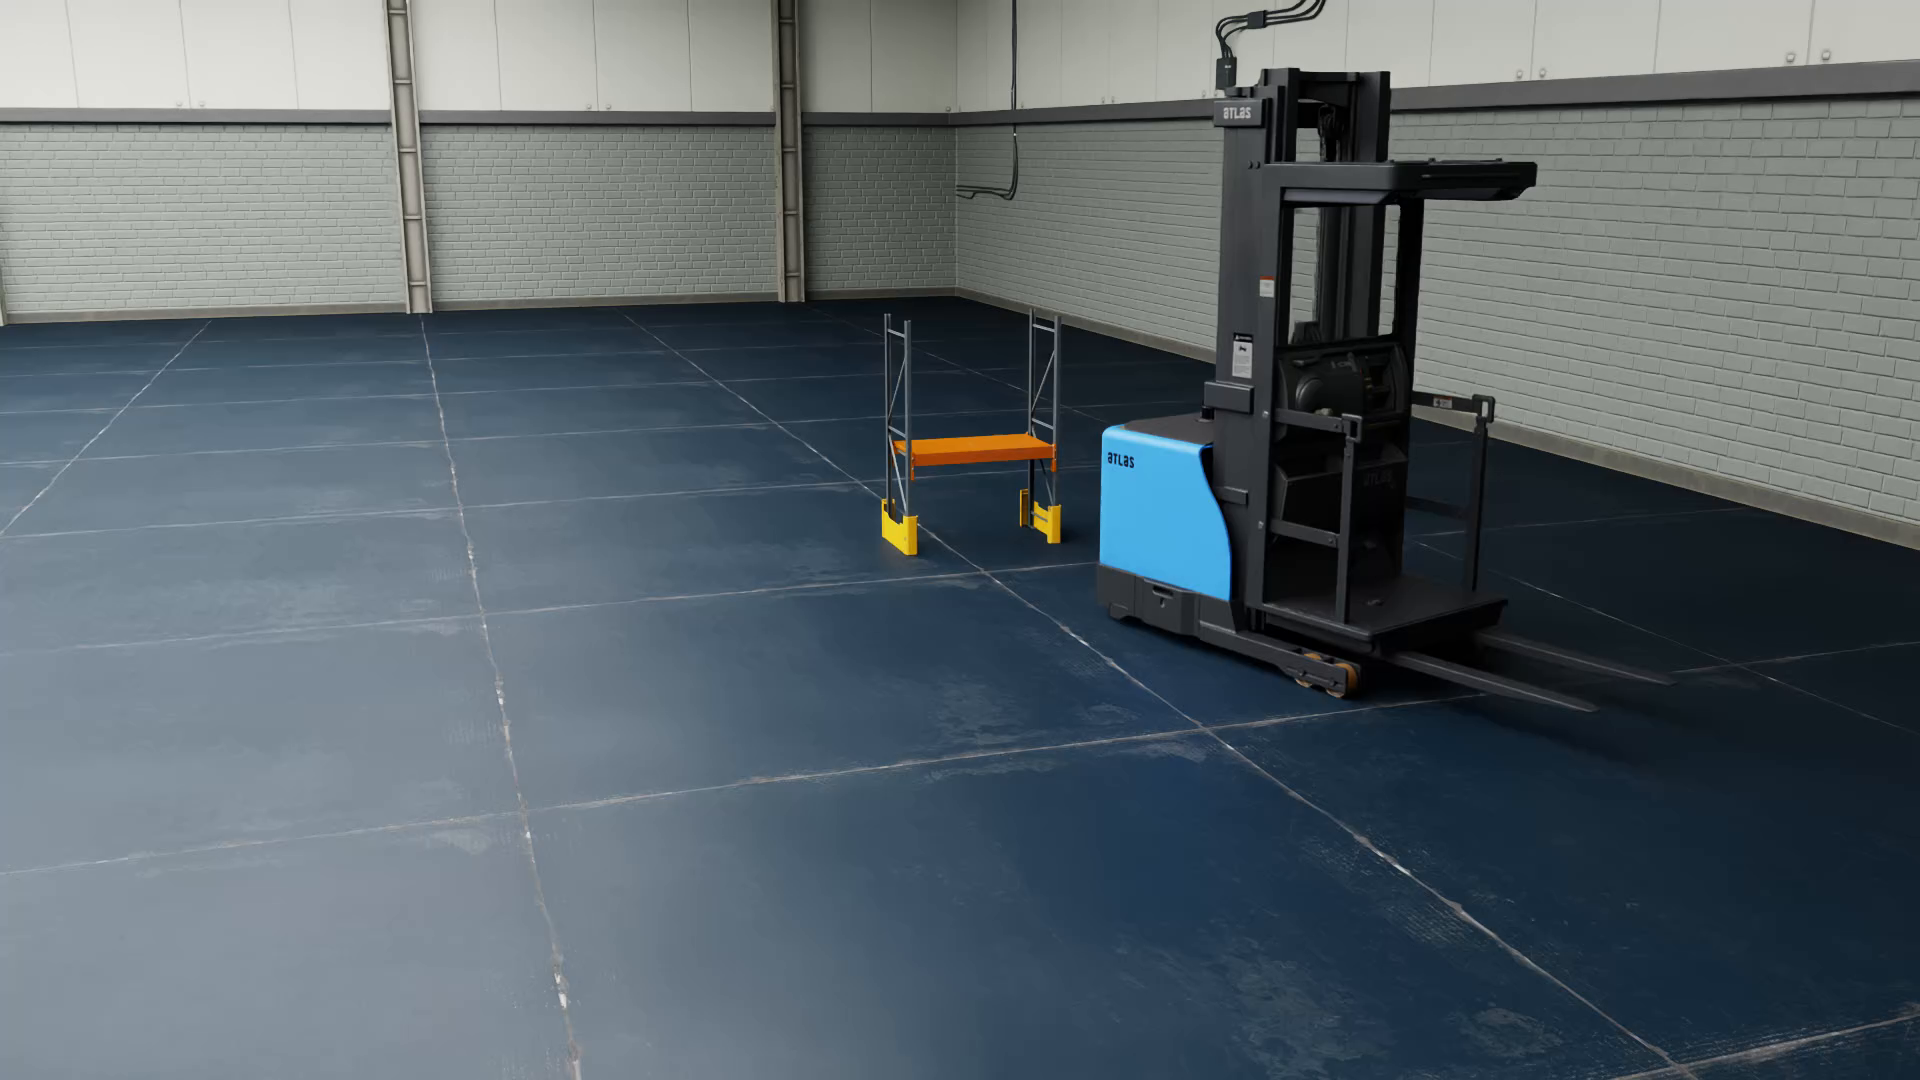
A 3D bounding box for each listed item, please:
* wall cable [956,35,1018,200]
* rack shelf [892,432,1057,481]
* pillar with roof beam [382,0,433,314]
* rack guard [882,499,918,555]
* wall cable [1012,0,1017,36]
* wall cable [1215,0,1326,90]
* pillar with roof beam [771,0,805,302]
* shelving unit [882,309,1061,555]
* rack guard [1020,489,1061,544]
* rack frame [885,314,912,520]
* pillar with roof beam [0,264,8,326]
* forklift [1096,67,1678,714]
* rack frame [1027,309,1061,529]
[{"bbox_3d":[0.364,-6.835,27.142,0.112,2.526,3.097,-4,14,-18],"label":"wall cable"},{"bbox_3d":[0.081,-0.561,11.037,1.000,0.185,0.538,-4,14,-18],"label":"rack shelf"},{"bbox_3d":[-7.163,-7.031,21.257,0.400,9.000,9.100,-4,14,-18],"label":"pillar with roof beam"},{"bbox_3d":[-0.400,-0.090,10.983,0.087,0.250,0.587,-4,14,-18],"label":"rack guard"},{"bbox_3d":[1.227,-8.699,24.064,0.112,2.526,3.097,-4,14,-18],"label":"wall cable"},{"bbox_3d":[3.377,-7.917,17.631,0.169,6.003,2.305,-4,14,-18],"label":"wall cable"},{"bbox_3d":[-1.477,-7.474,23.119,0.400,9.000,9.100,-4,14,-18],"label":"pillar with roof beam"},{"bbox_3d":[0.072,-0.735,10.993,1.083,1.500,0.587,-4,14,-18],"label":"shelving unit"},{"bbox_3d":[0.544,-0.164,11.292,0.087,0.250,0.587,-4,14,-18],"label":"rack guard"},{"bbox_3d":[-0.401,-0.698,10.838,0.032,1.500,0.500,-4,14,-18],"label":"rack frame"},{"bbox_3d":[-12.850,-6.589,19.395,0.400,9.000,9.100,-4,14,-18],"label":"pillar with roof beam"},{"bbox_3d":[2.053,-0.800,8.171,1.130,2.935,3.031,-10,17,-36],"label":"forklift"},{"bbox_3d":[0.563,-0.773,11.153,0.032,1.500,0.500,-4,14,-18],"label":"rack frame"}]
